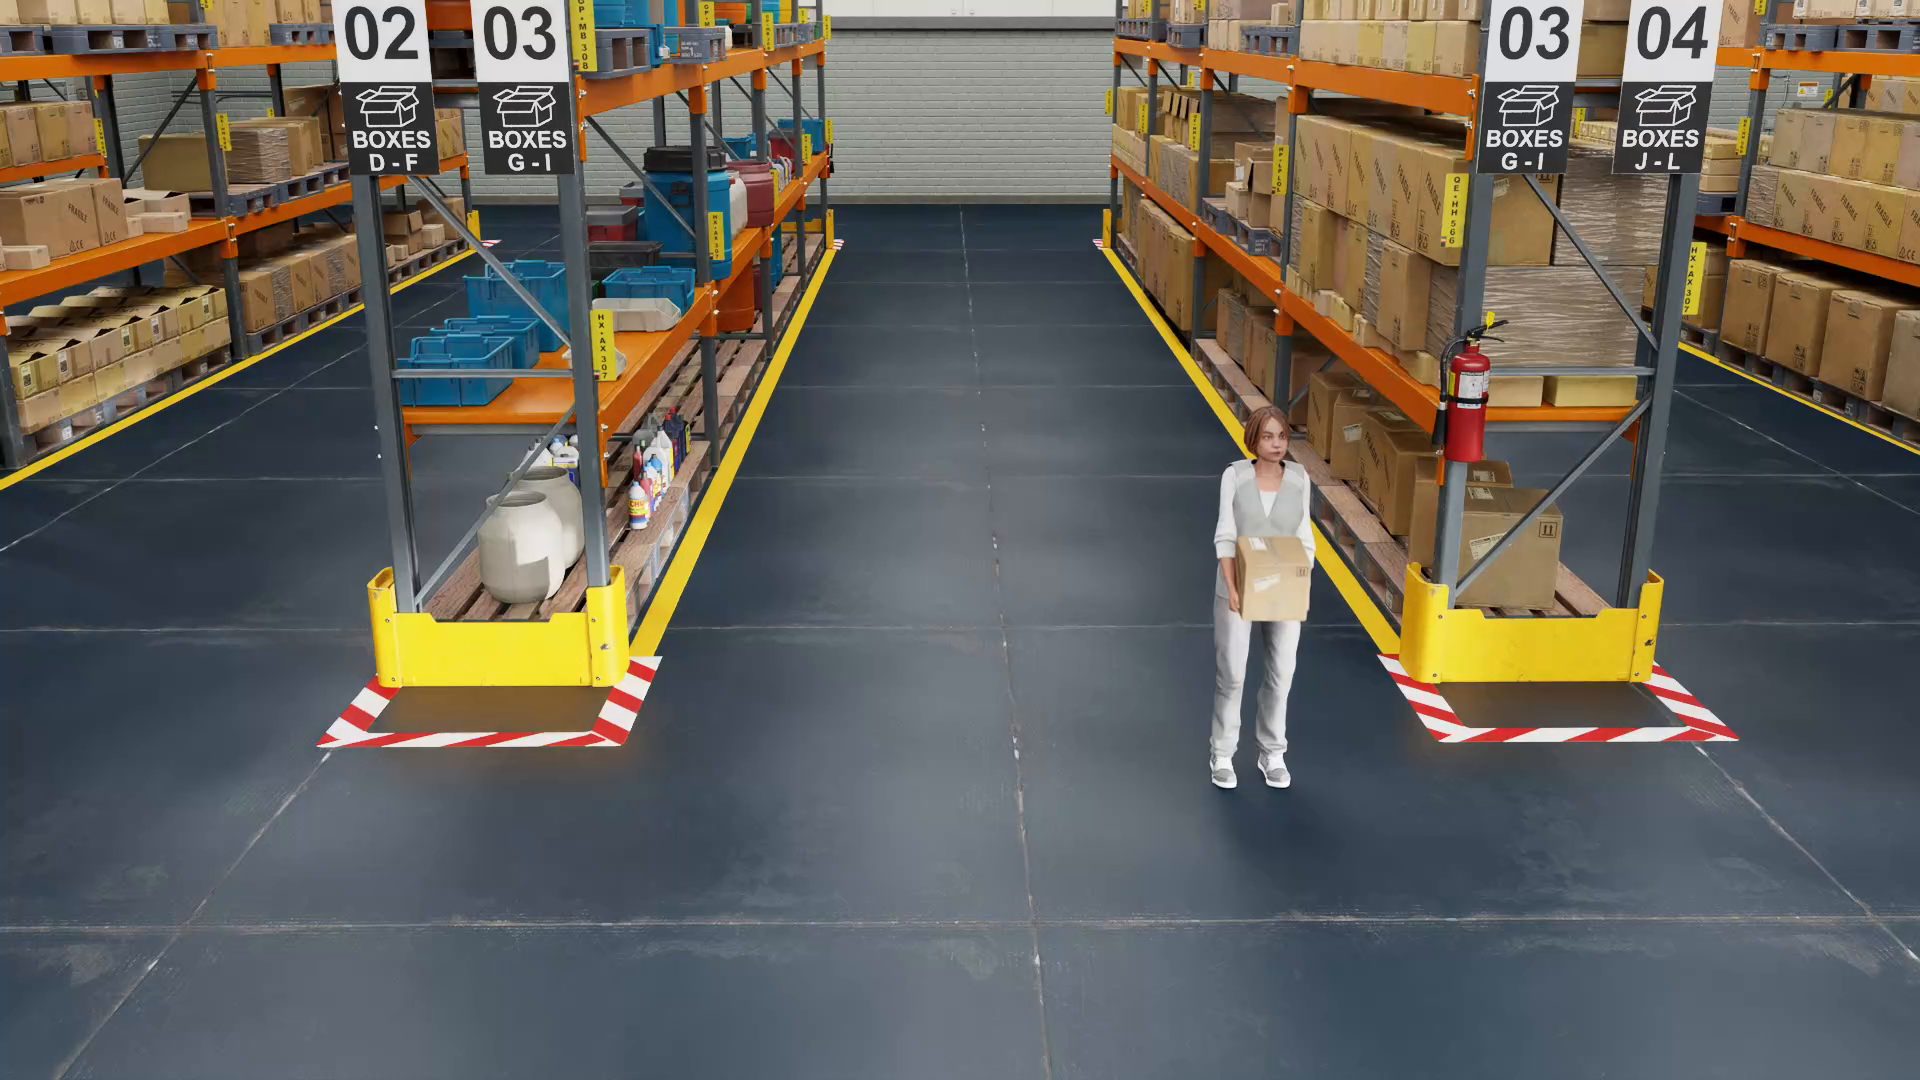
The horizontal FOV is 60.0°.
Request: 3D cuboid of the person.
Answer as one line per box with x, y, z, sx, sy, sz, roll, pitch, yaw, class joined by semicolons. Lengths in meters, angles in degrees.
1.238;0.236;6.811;0.484;1.594;0.340;-1;17;-3;person
